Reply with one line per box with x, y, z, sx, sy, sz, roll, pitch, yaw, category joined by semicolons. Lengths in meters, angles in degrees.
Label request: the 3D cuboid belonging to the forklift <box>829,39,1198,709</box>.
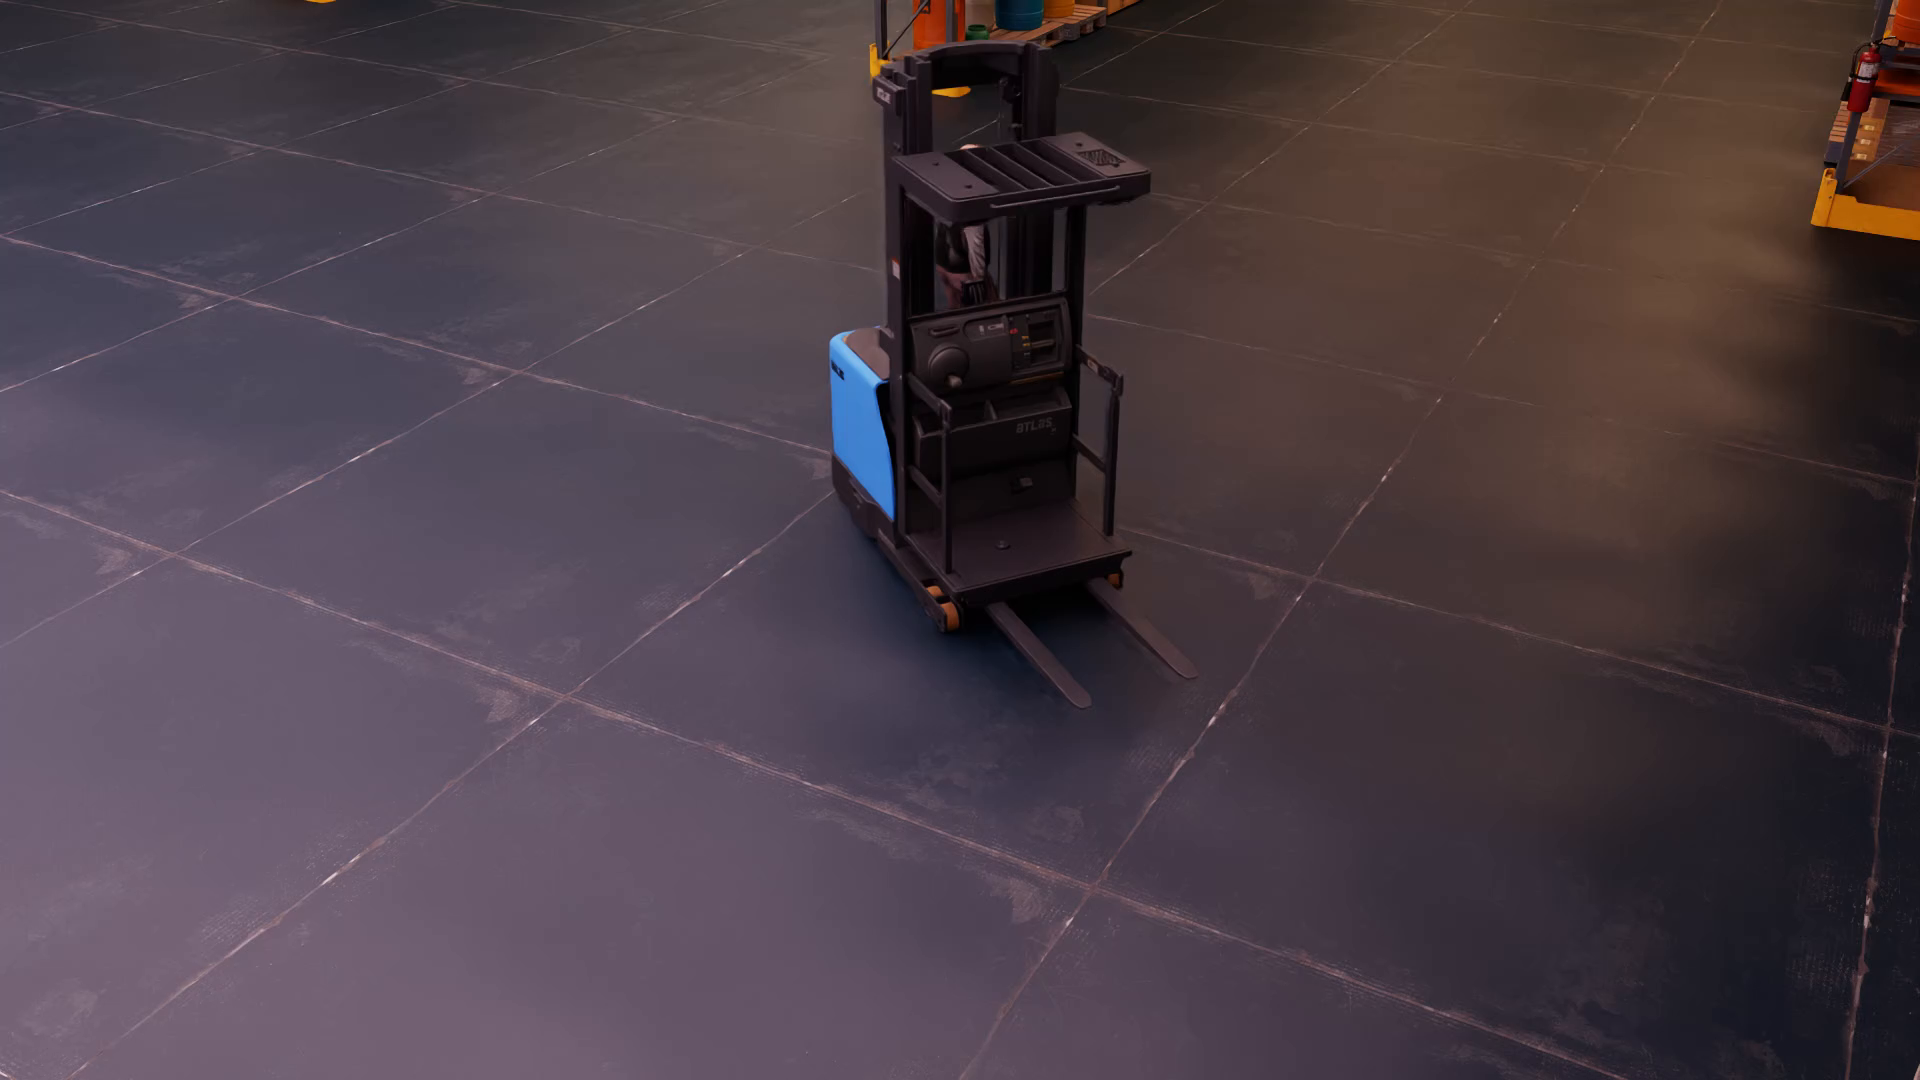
0.268;-1.009;8.819;1.130;2.935;3.031;-13;32;-21;forklift

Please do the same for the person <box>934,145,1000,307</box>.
0.048;-1.922;11.658;0.532;1.692;0.658;-13;32;-21;person
